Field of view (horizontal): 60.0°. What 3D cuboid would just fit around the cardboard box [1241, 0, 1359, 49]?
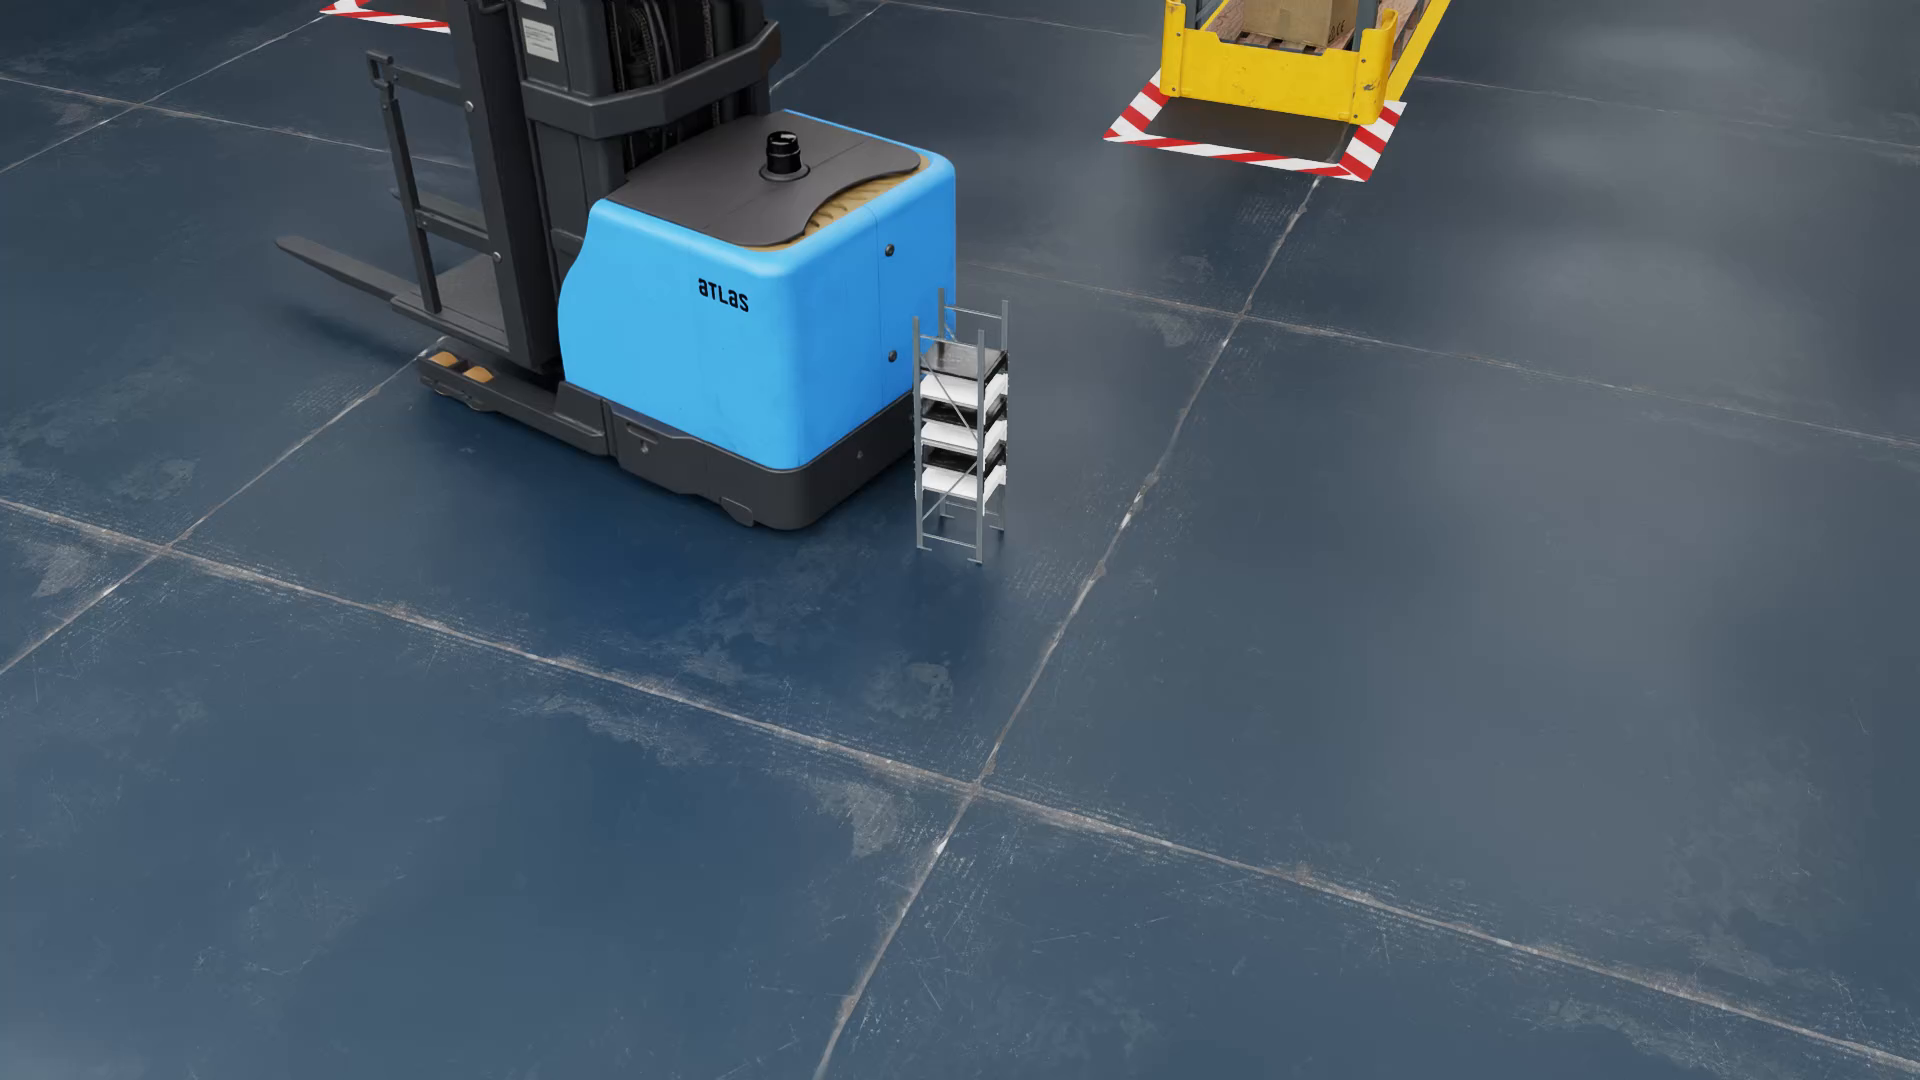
[{"bbox_3d":[1.888,-3.037,9.045,0.500,0.500,0.500,21,42,26],"label":"cardboard box"}]

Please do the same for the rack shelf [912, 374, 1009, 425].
[{"bbox_3d":[0.003,-0.482,5.399,0.258,0.077,0.200,14,39,18],"label":"rack shelf"}]

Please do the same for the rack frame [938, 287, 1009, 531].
[{"bbox_3d":[0.042,-0.421,5.562,0.240,0.900,0.006,14,39,18],"label":"rack frame"}]

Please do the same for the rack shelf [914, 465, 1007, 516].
[{"bbox_3d":[0.003,-0.194,5.614,0.258,0.077,0.200,14,39,18],"label":"rack shelf"}]

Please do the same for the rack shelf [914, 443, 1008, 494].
[{"bbox_3d":[0.003,-0.266,5.560,0.258,0.077,0.200,14,39,18],"label":"rack shelf"}]

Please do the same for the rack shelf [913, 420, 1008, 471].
[{"bbox_3d":[0.003,-0.338,5.507,0.258,0.077,0.200,14,39,18],"label":"rack shelf"}]

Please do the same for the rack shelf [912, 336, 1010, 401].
[{"bbox_3d":[0.003,-0.555,5.345,0.258,0.077,0.200,14,39,18],"label":"rack shelf"}]

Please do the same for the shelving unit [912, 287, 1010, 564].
[{"bbox_3d":[0.003,-0.365,5.487,0.258,0.900,0.210,14,39,18],"label":"shelving unit"}]

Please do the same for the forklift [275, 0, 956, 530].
[{"bbox_3d":[-1.495,-1.906,5.852,3.031,2.935,1.130,23,43,28],"label":"forklift"}]

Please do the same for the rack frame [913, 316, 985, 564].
[{"bbox_3d":[-0.036,-0.309,5.411,0.240,0.900,0.006,14,39,18],"label":"rack frame"}]

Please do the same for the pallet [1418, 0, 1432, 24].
[{"bbox_3d":[2.472,-3.569,10.348,1.003,0.211,1.213,14,39,18],"label":"pallet"}]

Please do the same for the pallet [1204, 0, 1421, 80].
[{"bbox_3d":[2.006,-2.895,9.448,1.003,0.211,1.213,14,39,18],"label":"pallet"}]

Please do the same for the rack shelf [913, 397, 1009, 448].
[{"bbox_3d":[0.003,-0.410,5.453,0.258,0.077,0.200,14,39,18],"label":"rack shelf"}]

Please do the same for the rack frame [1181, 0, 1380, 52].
[{"bbox_3d":[1.635,-3.529,7.965,1.000,3.000,0.127,14,39,18],"label":"rack frame"}]

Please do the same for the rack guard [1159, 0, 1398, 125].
[{"bbox_3d":[1.664,-2.569,8.770,1.175,0.500,0.348,14,39,18],"label":"rack guard"}]
